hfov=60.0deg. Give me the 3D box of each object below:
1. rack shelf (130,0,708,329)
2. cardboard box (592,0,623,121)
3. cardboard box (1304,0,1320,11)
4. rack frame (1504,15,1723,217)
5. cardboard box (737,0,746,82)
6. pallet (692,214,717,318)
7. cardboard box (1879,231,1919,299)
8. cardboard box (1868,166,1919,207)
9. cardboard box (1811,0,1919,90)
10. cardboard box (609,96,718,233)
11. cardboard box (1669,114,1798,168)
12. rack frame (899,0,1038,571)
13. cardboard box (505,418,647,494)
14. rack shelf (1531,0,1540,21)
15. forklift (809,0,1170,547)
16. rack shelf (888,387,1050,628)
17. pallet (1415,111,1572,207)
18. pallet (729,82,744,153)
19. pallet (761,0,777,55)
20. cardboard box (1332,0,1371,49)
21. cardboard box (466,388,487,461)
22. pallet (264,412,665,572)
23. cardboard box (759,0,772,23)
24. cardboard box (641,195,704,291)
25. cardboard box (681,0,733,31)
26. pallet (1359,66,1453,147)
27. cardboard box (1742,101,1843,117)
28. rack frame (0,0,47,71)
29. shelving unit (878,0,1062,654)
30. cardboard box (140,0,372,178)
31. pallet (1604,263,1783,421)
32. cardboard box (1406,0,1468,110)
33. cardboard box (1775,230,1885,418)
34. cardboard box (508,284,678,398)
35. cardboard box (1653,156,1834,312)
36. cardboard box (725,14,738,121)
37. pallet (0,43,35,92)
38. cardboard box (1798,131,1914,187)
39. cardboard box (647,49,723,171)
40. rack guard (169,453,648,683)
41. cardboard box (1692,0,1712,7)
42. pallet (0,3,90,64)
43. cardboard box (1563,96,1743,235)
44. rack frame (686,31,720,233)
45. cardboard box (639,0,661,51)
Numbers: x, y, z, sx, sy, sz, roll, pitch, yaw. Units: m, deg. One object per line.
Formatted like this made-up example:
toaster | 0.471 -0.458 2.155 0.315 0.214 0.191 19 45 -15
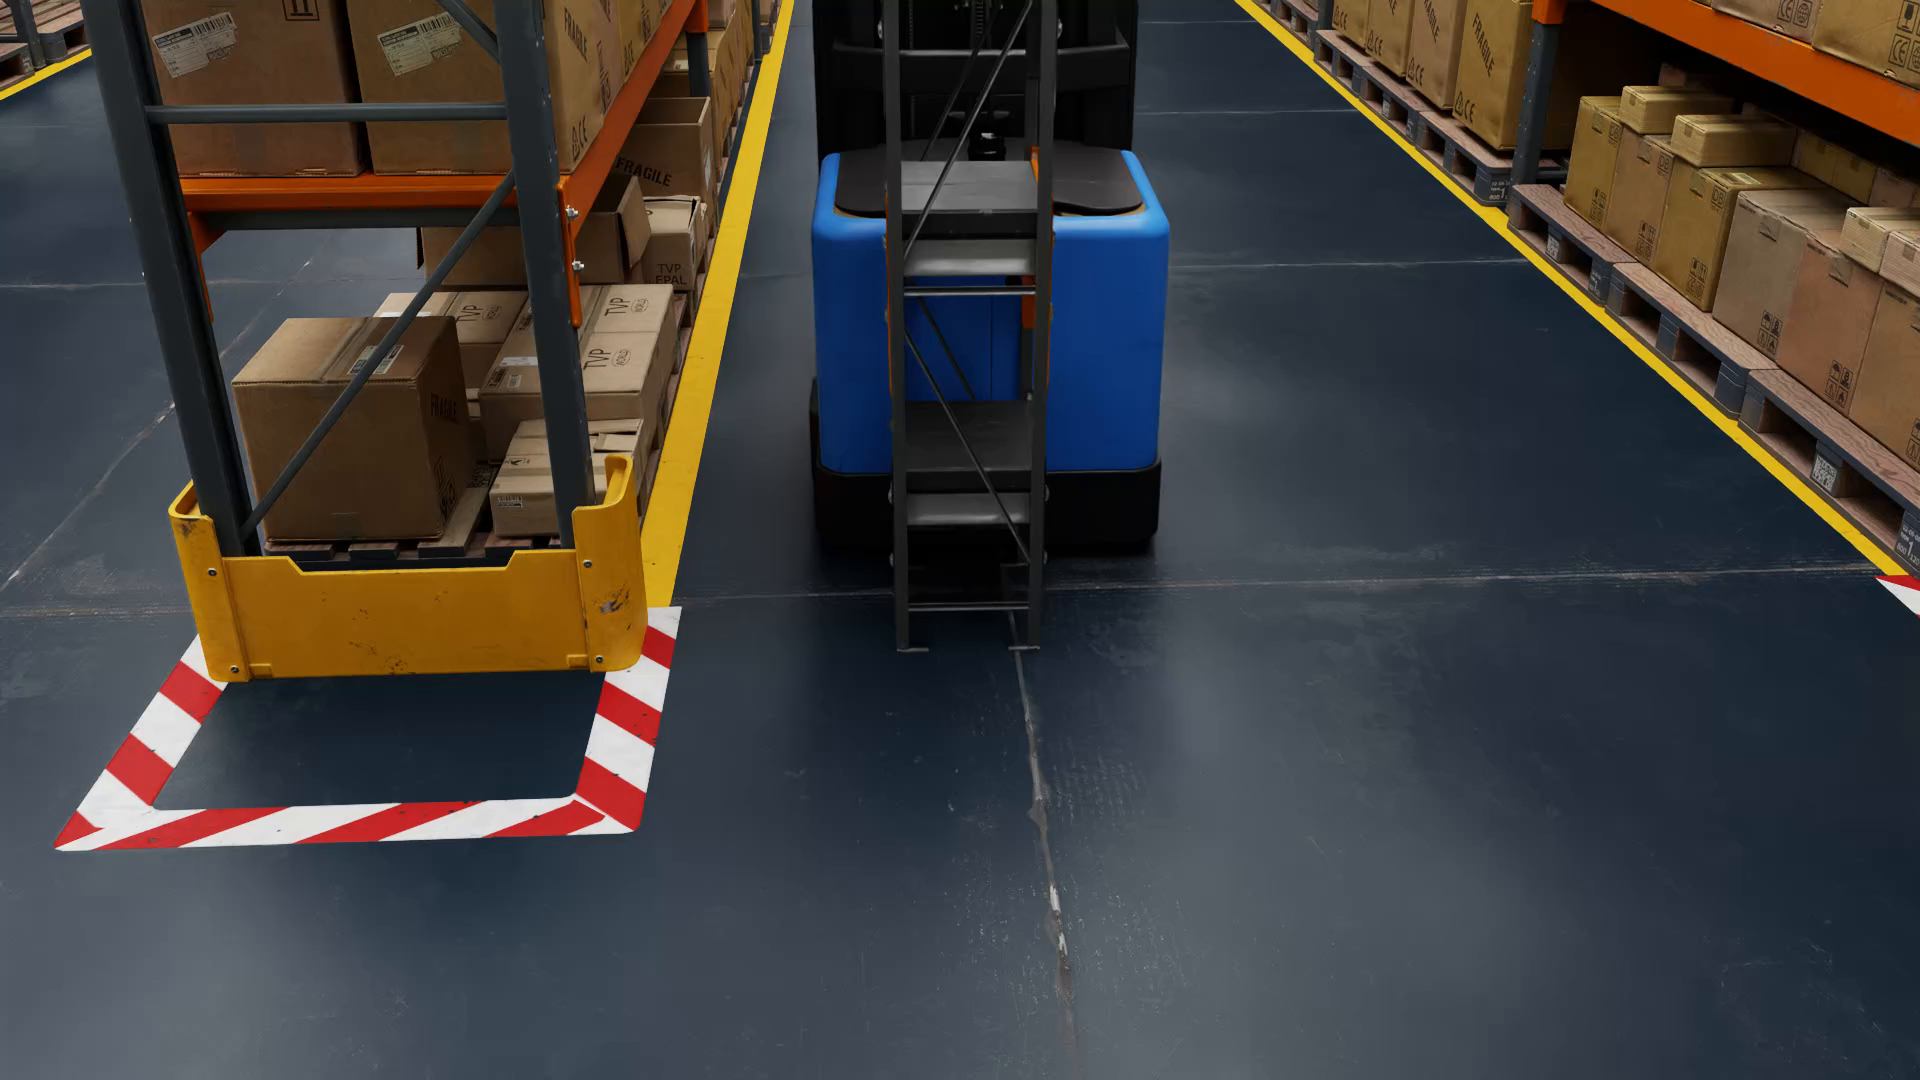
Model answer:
rack shelf | -1.581 -1.605 5.862 1.077 0.370 4.000 -1 28 -3
cardboard box | -1.269 -1.494 4.764 0.500 0.500 0.500 -2 28 -3
cardboard box | 2.963 -4.235 12.353 0.700 0.500 0.500 -1 28 -2
rack frame | 3.261 -2.969 7.700 1.000 3.000 0.127 -1 28 -3
cardboard box | -1.584 -3.117 10.209 0.500 0.500 0.500 -2 28 -5
pallet | -1.651 -1.294 7.504 1.003 0.211 1.213 -1 28 -3
cardboard box | 3.145 -0.863 5.209 0.380 0.149 0.250 -2 28 -3
cardboard box | 3.486 -1.223 5.898 0.380 0.149 0.250 -1 28 -2
cardboard box | 3.384 -1.826 5.183 0.980 0.700 0.700 -2 28 -3
cardboard box | -1.372 -1.678 7.452 0.500 0.500 0.500 -1 28 -3
cardboard box | 3.061 -1.583 6.590 0.380 0.149 0.250 -2 28 -4
rack frame | 0.007 -0.844 4.598 0.400 2.100 0.015 -1 28 -2
cardboard box | -1.168 -0.257 5.087 0.380 0.166 0.250 -1 28 -3
rack shelf | 3.157 -3.574 9.637 1.077 0.370 4.000 -1 28 -3
forklift | 0.042 -1.921 5.764 1.130 2.935 3.031 -1 28 -2
rack shelf | 0.016 -0.098 4.711 0.431 0.518 0.480 -1 28 -2
pallet | 3.146 -2.087 9.024 1.003 0.211 1.213 -1 28 -3
pallet | -1.832 -2.551 9.913 1.003 0.211 1.213 -1 28 -3
pallet | -1.898 -3.840 12.384 1.003 0.211 1.213 -1 28 -3
cardboard box | 2.960 -3.707 10.984 0.750 0.750 0.750 -2 28 -3
cardboard box | -1.682 -0.374 5.311 0.380 0.166 0.250 -1 28 -3
pallet | -1.523 -0.167 5.343 1.003 0.211 1.213 -1 28 -3
cardboard box | -1.628 -3.911 12.025 0.500 0.250 0.500 -1 28 -3
cardboard box | -1.333 -1.248 6.831 0.500 0.311 0.500 -1 28 -3
cardboard box | -1.520 -2.958 9.095 0.500 0.250 0.500 -1 28 -3
pallet | 3.079 -2.652 10.107 1.003 0.211 1.213 -1 28 -3
cardboard box | 3.433 -1.694 6.801 0.380 0.149 0.250 -2 28 -4
rack frame | -6.841 -4.577 10.783 1.000 3.000 0.127 -1 28 -3
shelving unit | 0.016 -0.731 4.381 0.431 2.100 0.503 -1 28 -2
cardboard box | -1.772 -1.245 4.286 0.500 0.500 0.500 -1 28 -1
pallet | 3.290 -0.815 6.585 1.003 0.211 1.213 -1 28 -3
cardboard box | 3.048 -2.910 9.456 0.750 0.750 0.750 -1 28 -1
cardboard box | 3.308 -0.752 5.697 0.700 0.500 0.500 -1 28 -3
cardboard box | -1.274 -0.696 5.839 0.500 0.250 0.500 -1 28 -3
cardboard box | 3.245 -1.230 6.614 0.700 0.500 0.500 -1 28 -1
cardboard box | -1.525 -2.641 9.297 0.500 0.500 0.500 -1 28 -2
pallet | -6.758 -2.978 10.731 1.003 0.211 1.213 -1 28 -3
cardboard box | 3.459 -1.458 6.349 0.380 0.149 0.250 -2 28 -4
cardboard box | -1.467 -2.164 8.383 0.500 0.500 0.500 -3 28 -5
rack guard | -1.480 0.072 4.570 1.175 0.500 0.348 -1 28 -3
cardboard box | 3.306 -2.514 6.503 0.980 0.700 0.700 -2 28 -4
pallet | -6.843 -3.700 12.115 1.003 0.211 1.213 -1 28 -3
cardboard box | 3.198 -1.699 7.514 0.700 0.500 0.500 -1 28 -2
rack frame | -1.685 -2.848 7.467 1.000 3.000 0.127 -1 28 -3
cardboard box | -1.316 -1.957 5.651 0.500 0.500 0.500 -1 28 -2
